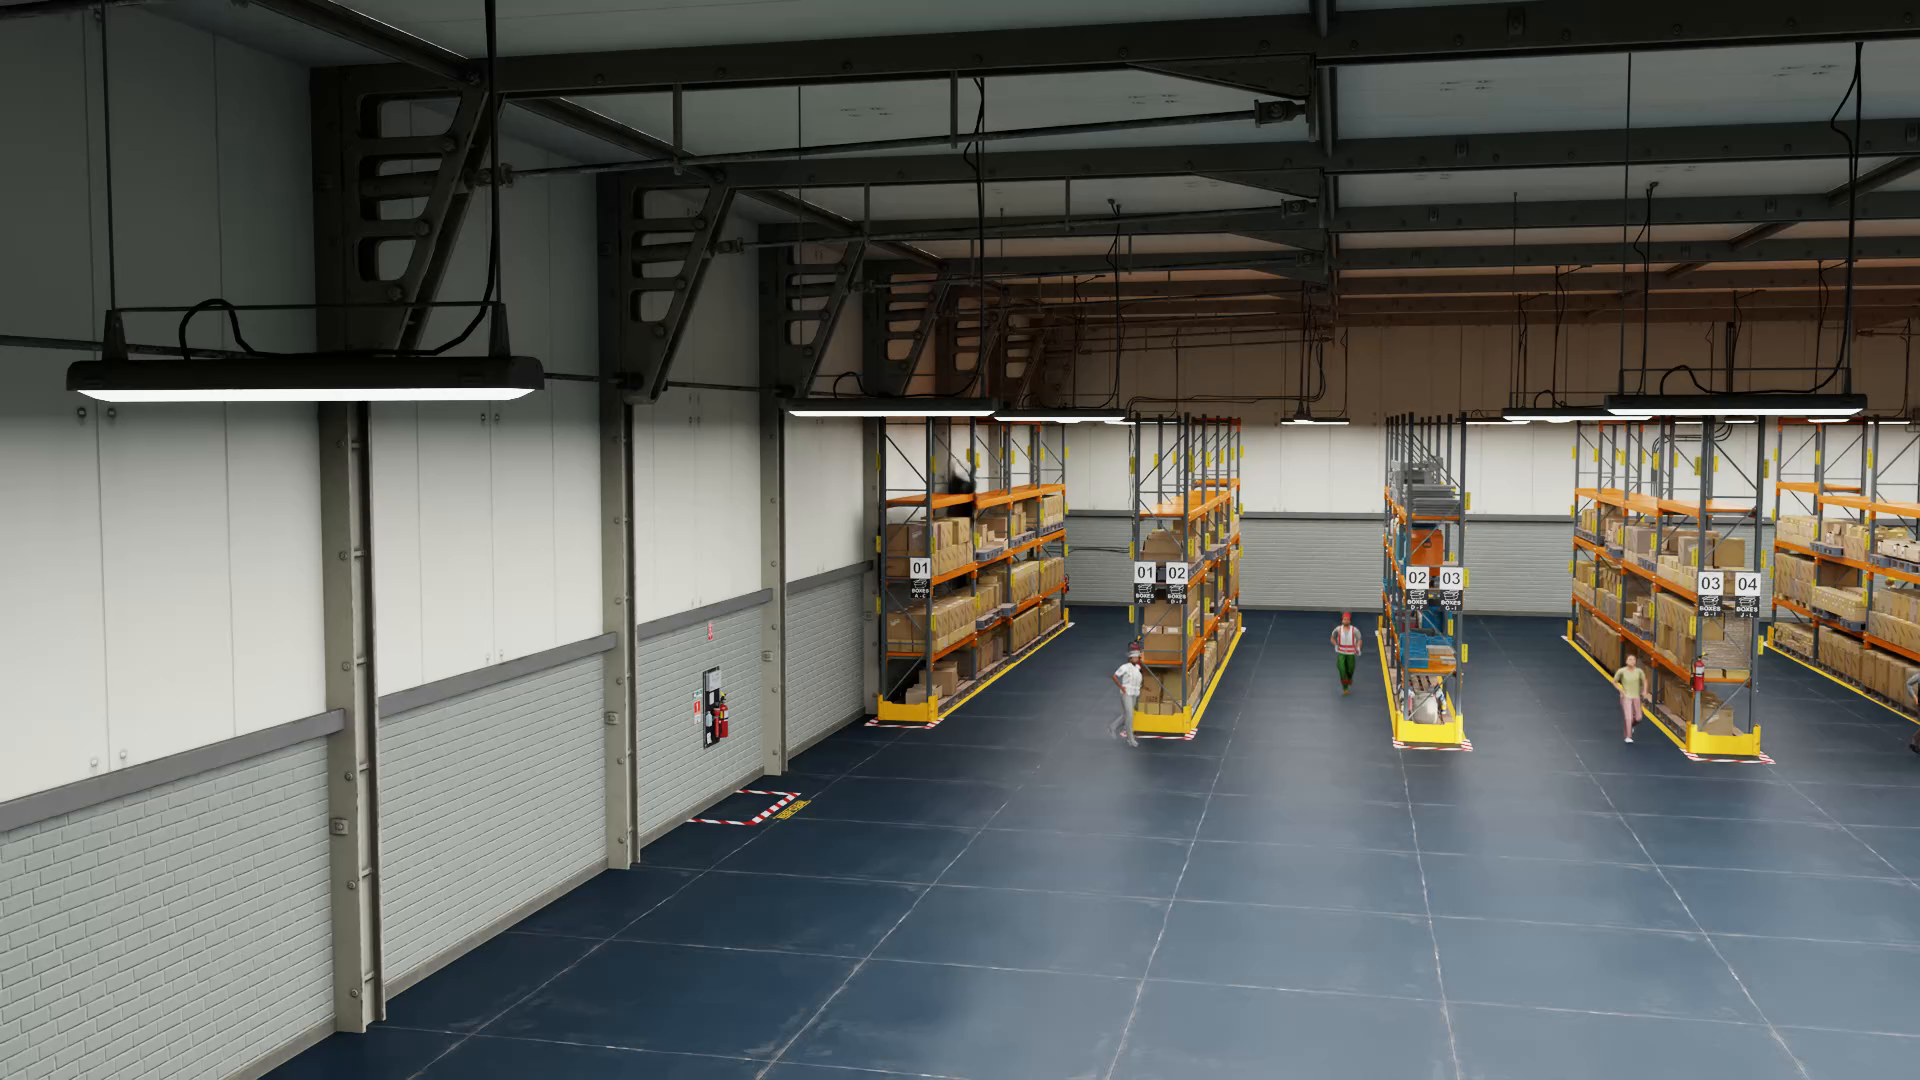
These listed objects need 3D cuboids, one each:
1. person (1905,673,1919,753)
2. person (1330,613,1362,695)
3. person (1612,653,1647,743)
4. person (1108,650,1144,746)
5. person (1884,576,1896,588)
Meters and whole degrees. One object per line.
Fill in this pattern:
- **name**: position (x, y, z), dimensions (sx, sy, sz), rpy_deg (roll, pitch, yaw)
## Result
- **person**: position (16.701, 2.941, 28.688), dimensions (0.631, 1.777, 0.830), rpy_deg (-1, 4, -8)
- **person**: position (8.300, 2.439, 35.788), dimensions (0.647, 1.745, 0.615), rpy_deg (1, 4, 14)
- **person**: position (12.172, 2.862, 30.223), dimensions (0.625, 1.624, 0.577), rpy_deg (0, 4, 6)
- **person**: position (3.084, 2.831, 30.323), dimensions (0.643, 1.669, 0.804), rpy_deg (-4, 5, -43)
- **person**: position (24.792, 1.833, 44.322), dimensions (0.826, 1.807, 0.687), rpy_deg (1, 4, 15)
